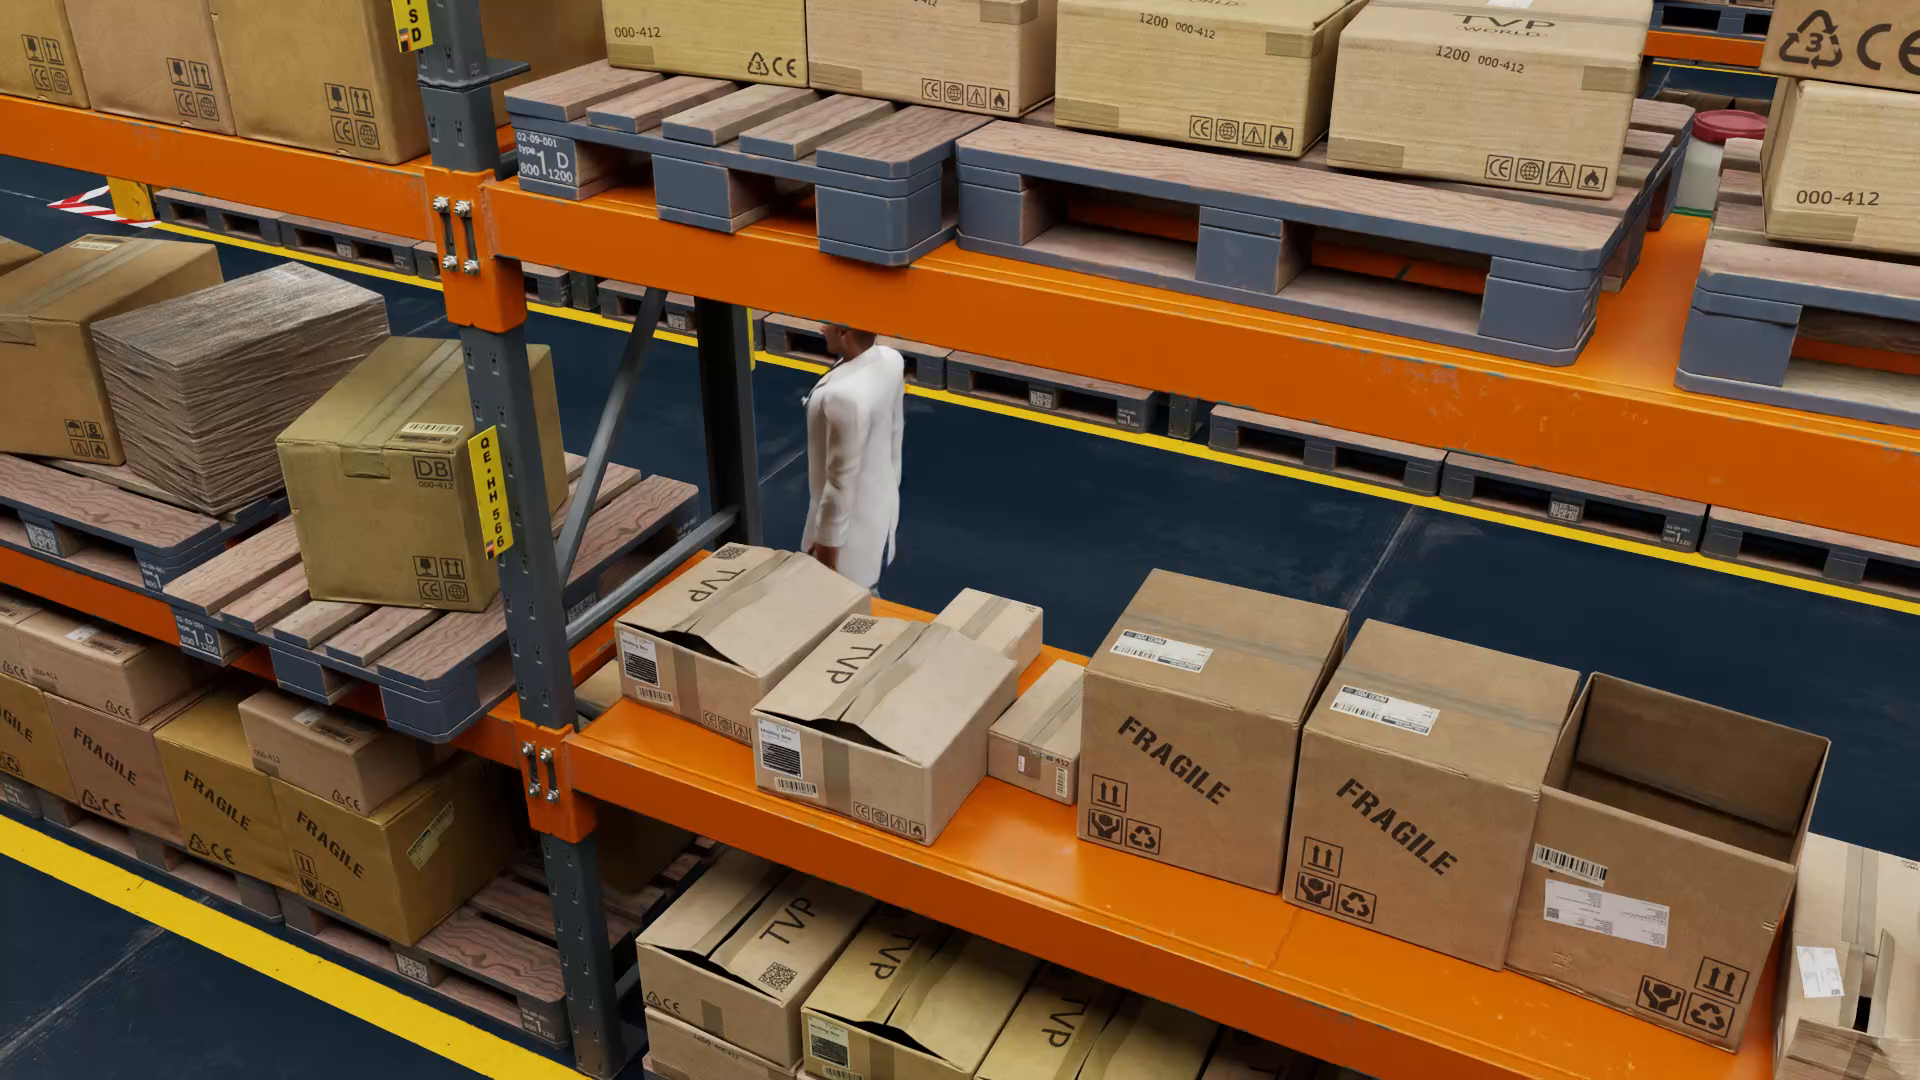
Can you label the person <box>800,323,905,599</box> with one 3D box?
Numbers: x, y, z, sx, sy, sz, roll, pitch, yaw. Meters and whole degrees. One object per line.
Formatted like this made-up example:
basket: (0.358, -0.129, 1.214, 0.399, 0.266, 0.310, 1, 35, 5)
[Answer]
person: (-0.369, -0.096, 6.282, 0.670, 1.780, 0.610, 8, 31, 13)
